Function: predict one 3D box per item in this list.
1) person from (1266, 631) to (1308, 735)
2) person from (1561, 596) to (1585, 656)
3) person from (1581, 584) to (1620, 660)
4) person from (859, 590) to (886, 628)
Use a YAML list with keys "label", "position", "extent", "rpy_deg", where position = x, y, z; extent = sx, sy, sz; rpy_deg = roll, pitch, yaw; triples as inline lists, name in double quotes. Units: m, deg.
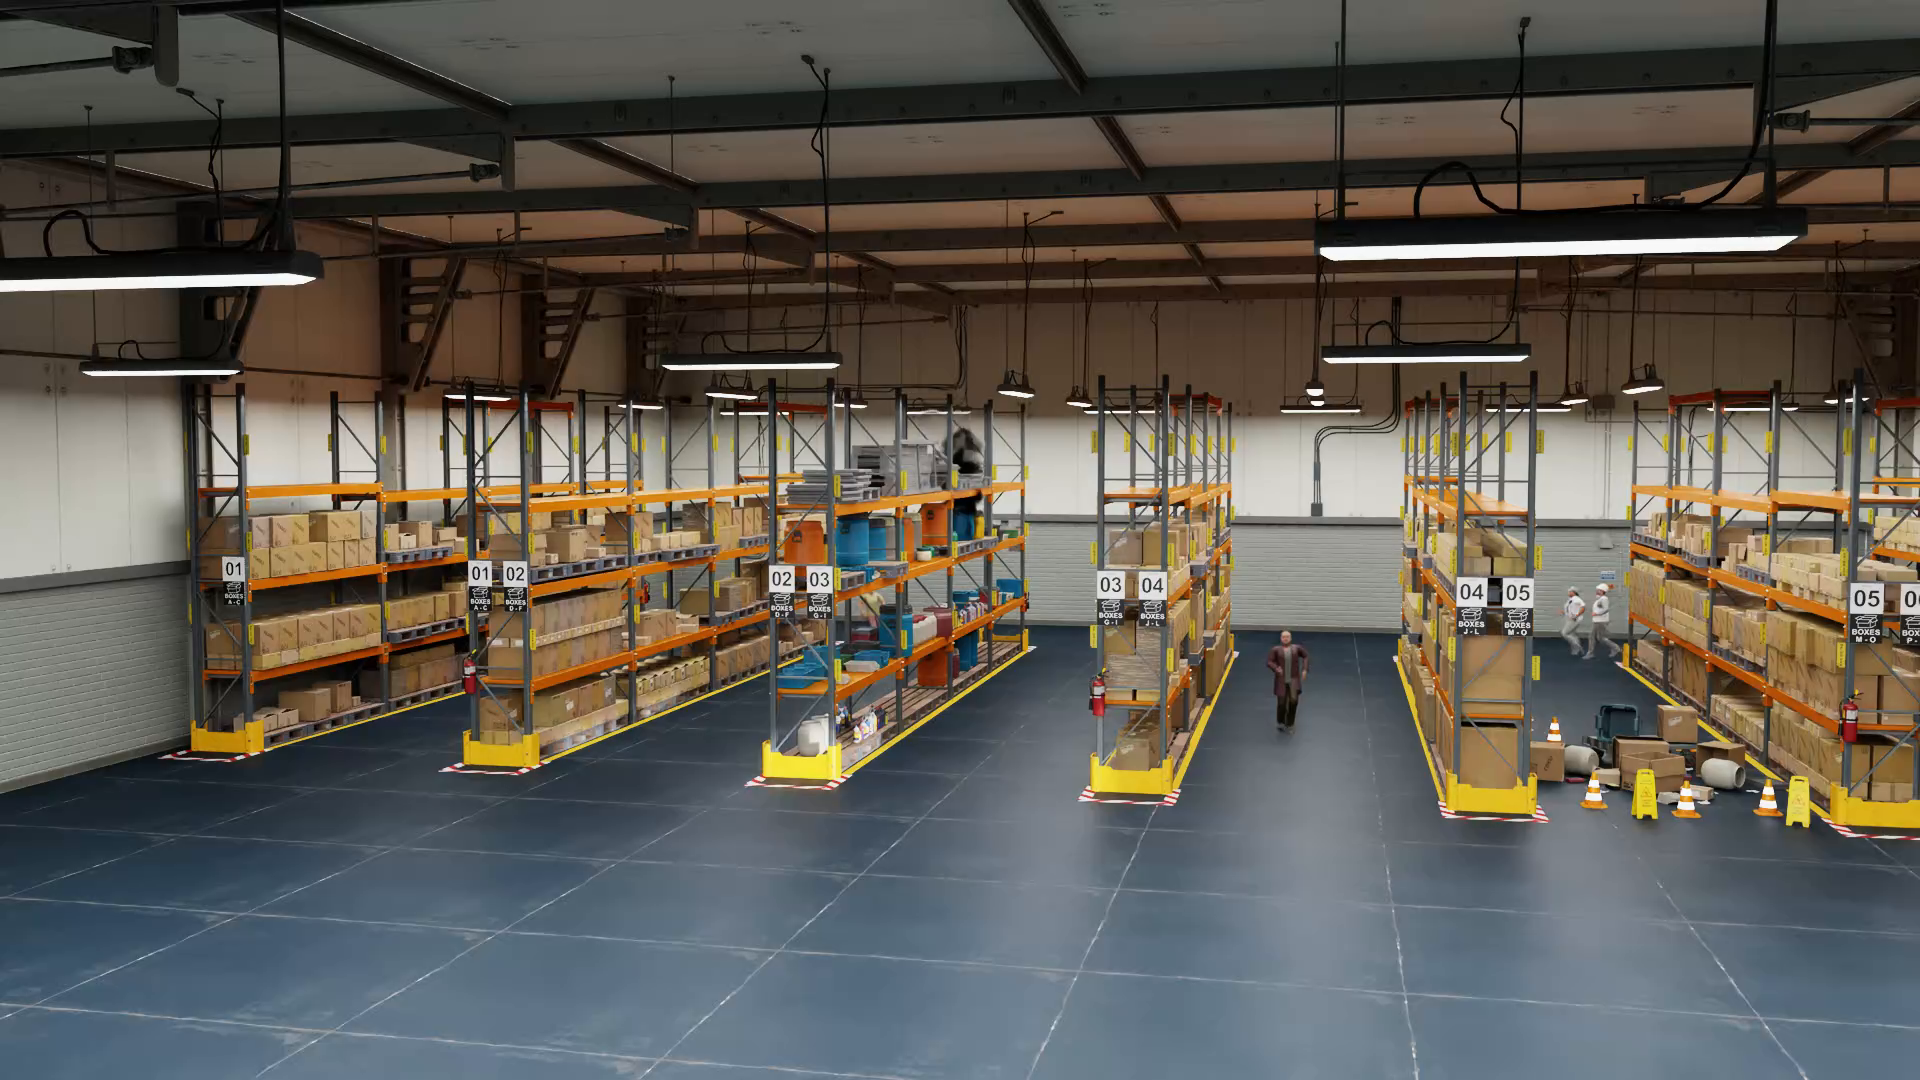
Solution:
- label: "person"
  position: [5.679, 2.480, 28.865]
  extent: [0.721, 1.808, 0.797]
  rpy_deg: [1, 3, 11]
- label: "person"
  position: [14.541, 2.031, 39.475]
  extent: [0.567, 1.428, 0.543]
  rpy_deg: [0, 3, 8]
- label: "person"
  position: [14.908, 1.914, 38.644]
  extent: [0.863, 1.801, 0.700]
  rpy_deg: [1, 3, 14]
- label: "person"
  position: [-2.125, 1.858, 40.725]
  extent: [0.640, 1.615, 0.610]
  rpy_deg: [-1, 3, -14]
